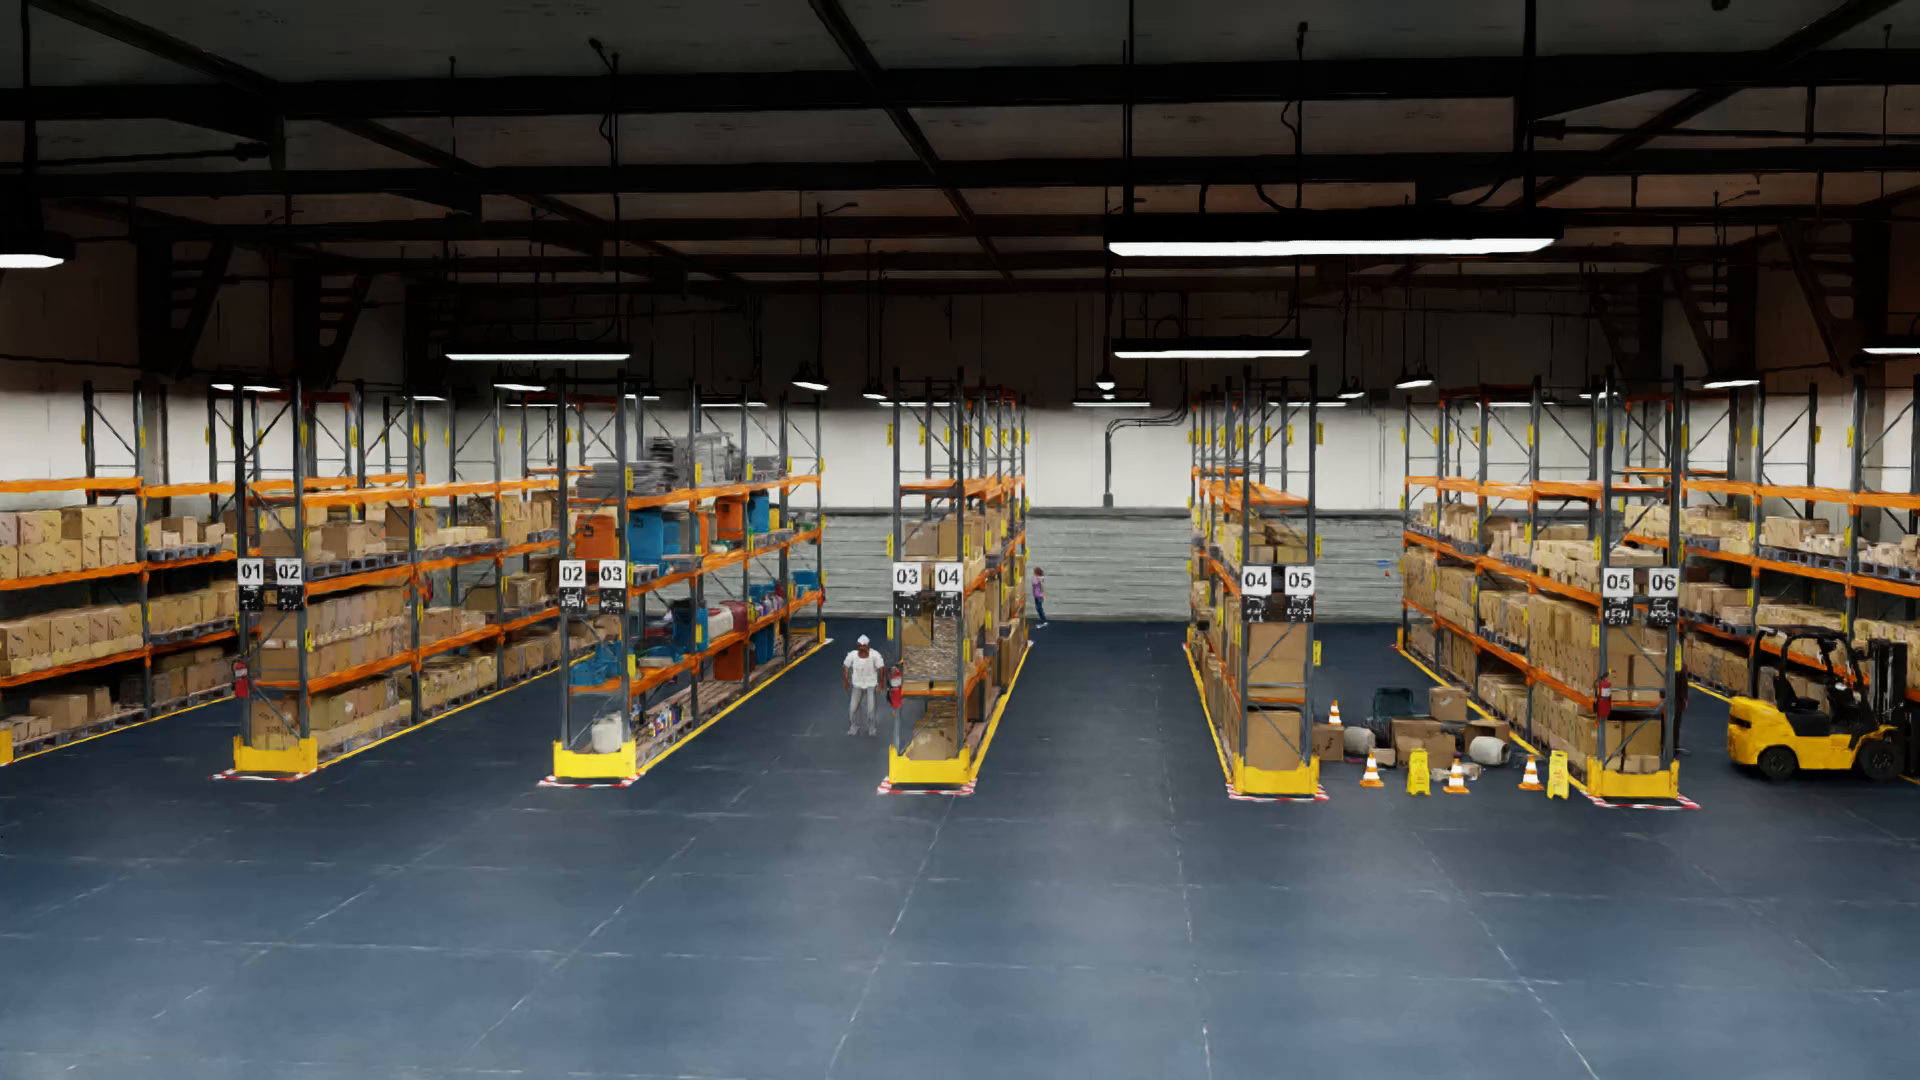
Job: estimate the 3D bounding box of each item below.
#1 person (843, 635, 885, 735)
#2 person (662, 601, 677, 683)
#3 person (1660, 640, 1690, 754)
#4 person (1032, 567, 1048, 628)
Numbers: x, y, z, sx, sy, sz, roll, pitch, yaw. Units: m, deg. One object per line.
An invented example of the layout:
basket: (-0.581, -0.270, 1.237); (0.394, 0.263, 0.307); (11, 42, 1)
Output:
person: (-1.607, 2.428, 27.778); (0.719, 1.714, 0.578); (0, 4, 4)
person: (-5.908, 2.063, 33.922); (0.567, 1.644, 0.660); (2, 4, 33)
person: (11.280, 2.457, 26.269); (0.450, 1.785, 0.670); (-1, 4, -17)
person: (2.103, 1.498, 43.465); (0.365, 1.592, 0.521); (-1, 4, -21)
